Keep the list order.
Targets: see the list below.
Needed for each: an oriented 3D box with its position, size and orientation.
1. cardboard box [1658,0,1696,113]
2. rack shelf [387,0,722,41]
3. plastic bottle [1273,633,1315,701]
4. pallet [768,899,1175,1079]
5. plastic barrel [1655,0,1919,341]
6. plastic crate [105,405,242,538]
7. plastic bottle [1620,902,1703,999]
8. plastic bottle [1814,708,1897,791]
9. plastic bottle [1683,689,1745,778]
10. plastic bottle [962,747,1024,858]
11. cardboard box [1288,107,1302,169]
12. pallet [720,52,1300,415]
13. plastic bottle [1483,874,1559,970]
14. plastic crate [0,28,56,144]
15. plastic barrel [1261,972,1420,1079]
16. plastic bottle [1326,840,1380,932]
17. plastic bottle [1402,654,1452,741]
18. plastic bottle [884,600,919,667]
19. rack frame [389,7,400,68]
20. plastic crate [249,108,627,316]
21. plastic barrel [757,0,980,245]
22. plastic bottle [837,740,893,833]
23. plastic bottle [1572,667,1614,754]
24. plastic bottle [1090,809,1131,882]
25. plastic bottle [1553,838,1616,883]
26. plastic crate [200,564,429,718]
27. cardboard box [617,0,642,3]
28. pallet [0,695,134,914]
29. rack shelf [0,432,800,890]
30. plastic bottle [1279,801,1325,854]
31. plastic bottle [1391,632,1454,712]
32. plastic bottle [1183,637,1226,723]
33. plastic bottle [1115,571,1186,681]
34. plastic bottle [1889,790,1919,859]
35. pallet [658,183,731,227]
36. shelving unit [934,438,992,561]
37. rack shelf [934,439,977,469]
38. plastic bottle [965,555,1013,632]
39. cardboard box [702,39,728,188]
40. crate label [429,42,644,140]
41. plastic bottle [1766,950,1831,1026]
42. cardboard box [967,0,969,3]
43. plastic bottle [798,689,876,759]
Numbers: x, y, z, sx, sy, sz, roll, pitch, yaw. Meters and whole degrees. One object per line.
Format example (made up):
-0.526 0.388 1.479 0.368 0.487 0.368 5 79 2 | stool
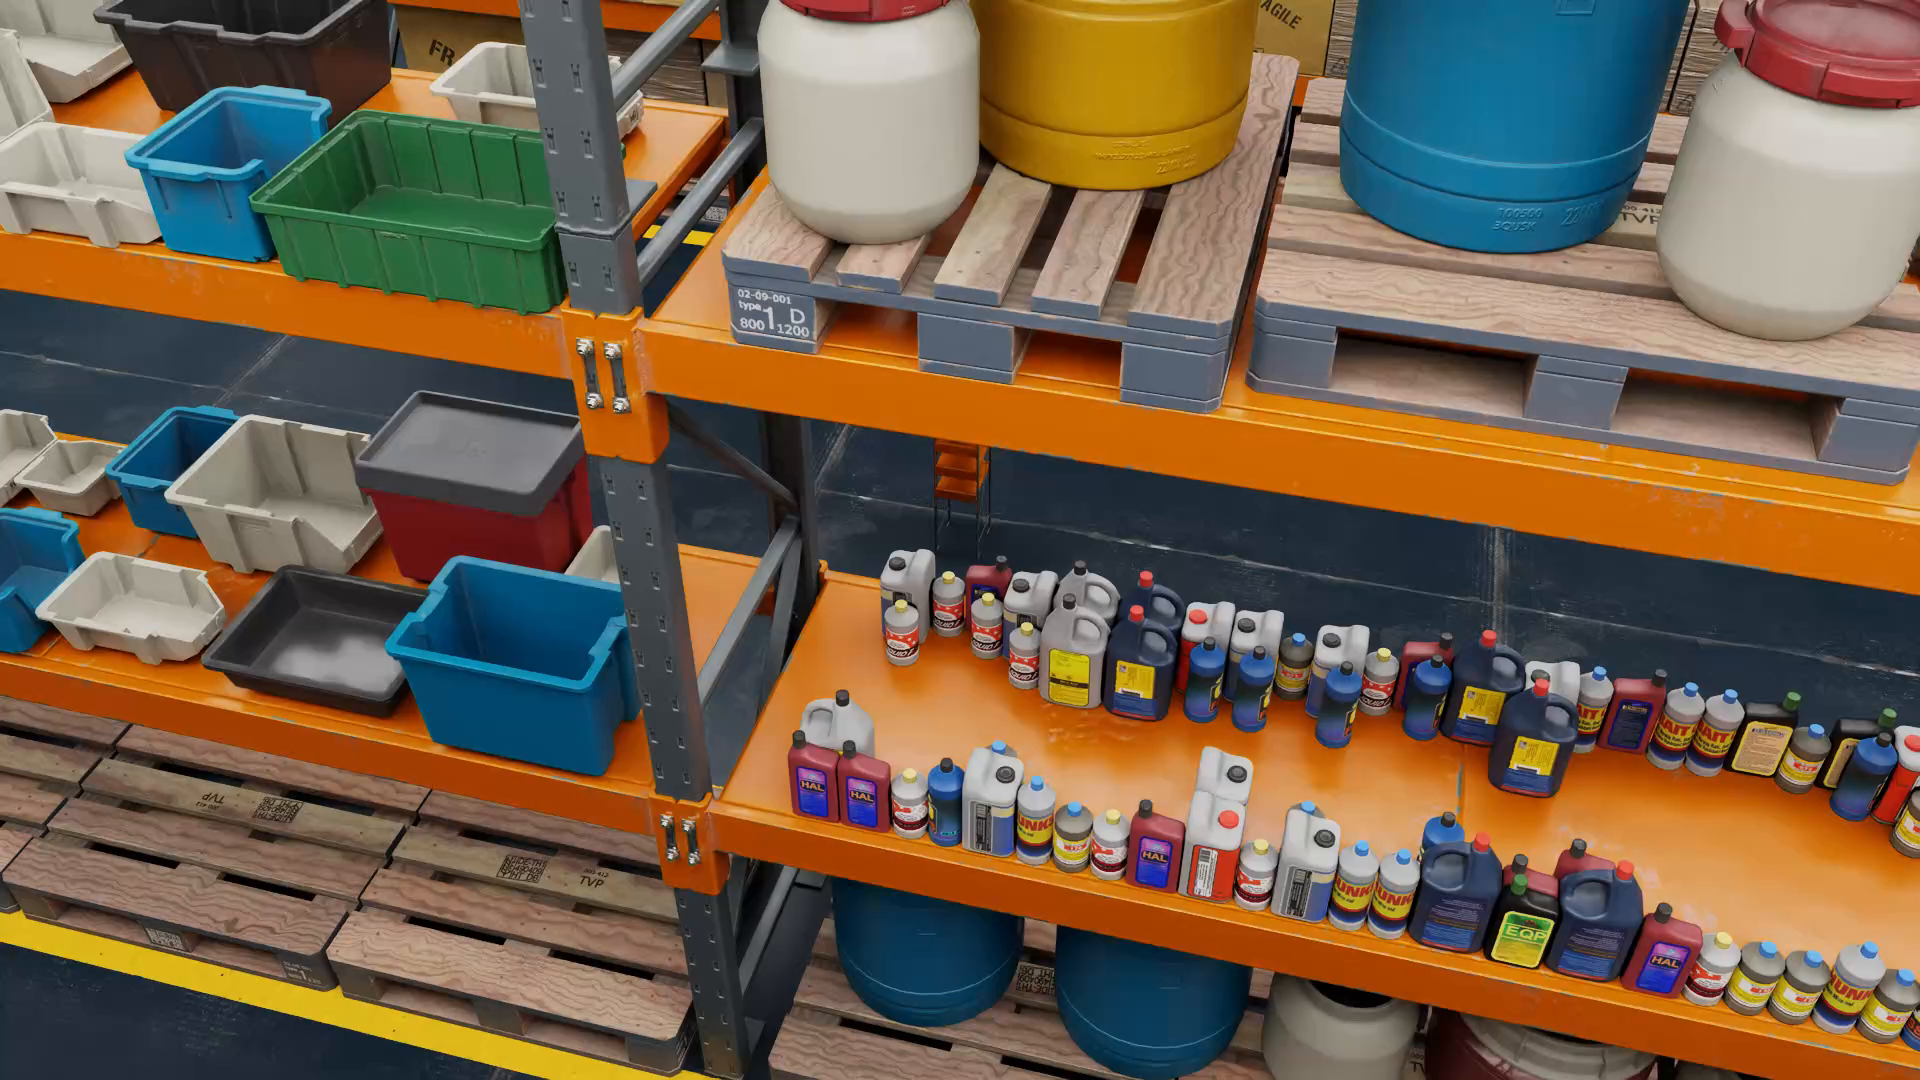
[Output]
3.005 -2.313 7.595 0.500 0.500 0.500 9 41 10 | cardboard box
-1.268 -2.898 8.928 4.000 0.370 1.077 10 41 11 | rack shelf
0.937 0.346 4.660 0.097 0.201 0.097 0 40 0 | plastic bottle
0.118 1.458 5.350 1.213 0.211 1.003 10 41 11 | pallet
1.496 -0.662 2.941 0.433 0.535 0.433 0 40 0 | plastic barrel
-2.430 -0.206 5.246 0.300 0.233 0.416 10 41 11 | plastic crate
1.643 0.953 3.873 0.133 0.283 0.061 10 41 11 | plastic bottle
2.349 0.545 4.359 0.133 0.283 0.061 10 41 11 | plastic bottle
2.010 0.504 4.418 0.097 0.271 0.097 0 40 0 | plastic bottle
0.086 0.658 4.231 0.135 0.276 0.152 10 41 11 | plastic bottle
2.151 -1.946 8.561 0.875 0.875 1.225 8 41 10 | cardboard box
0.166 -0.771 3.650 1.003 0.211 1.213 10 41 11 | pallet
1.335 0.900 3.936 0.133 0.283 0.061 10 41 11 | plastic bottle
-2.419 -0.972 3.835 0.530 0.282 0.437 10 41 11 | plastic crate
1.111 1.396 4.863 0.421 0.512 0.421 0 40 0 | plastic barrel
0.956 0.828 4.032 0.097 0.271 0.097 0 40 0 | plastic bottle
1.274 0.418 4.520 0.097 0.271 0.097 0 40 0 | plastic bottle
-0.166 0.257 4.766 0.097 0.201 0.097 0 40 0 | plastic bottle
-3.200 -3.506 9.092 0.127 3.000 1.000 10 41 11 | rack frame
-1.104 -0.714 3.600 0.662 0.188 0.450 10 41 11 | plastic crate
-0.173 -0.882 3.204 0.433 0.535 0.433 0 40 0 | plastic barrel
-0.244 0.629 4.260 0.133 0.283 0.061 10 41 11 | plastic bottle
1.693 0.449 4.483 0.097 0.271 0.097 0 40 0 | plastic bottle
0.379 0.755 4.173 0.097 0.201 0.097 0 40 0 | plastic bottle
1.501 0.833 4.016 0.133 0.283 0.061 10 41 11 | plastic bottle
-1.767 0.299 4.729 0.590 0.125 0.437 10 41 11 | plastic crate
-1.700 -2.934 8.606 0.250 0.149 0.380 9 41 11 | cardboard box
-3.694 0.800 6.133 1.213 0.211 1.003 10 41 11 | pallet
-2.548 0.179 5.264 4.000 0.370 1.077 10 41 11 | rack shelf
0.865 0.737 4.194 0.097 0.201 0.097 0 40 0 | plastic bottle
1.277 0.361 4.579 0.133 0.283 0.061 10 41 11 | plastic bottle
0.674 0.375 4.571 0.097 0.271 0.097 0 40 0 | plastic bottle
0.535 0.235 4.676 0.185 0.351 0.144 10 41 11 | plastic bottle
2.452 0.708 4.229 0.097 0.201 0.097 0 40 0 | plastic bottle
-1.233 -2.150 9.646 1.213 0.211 1.003 10 41 11 | pallet
0.014 -0.457 6.861 0.189 1.200 0.258 10 41 11 | shelving unit
0.014 -0.423 6.890 0.180 0.103 0.258 10 41 11 | rack shelf
0.083 0.155 4.823 0.133 0.283 0.061 10 41 11 | plastic bottle
-0.822 -2.497 9.217 0.875 0.875 0.875 10 41 11 | cardboard box
-1.014 -1.073 4.067 0.466 0.136 0.293 10 41 11 | crate label
1.947 1.025 3.852 0.097 0.201 0.097 0 40 0 | plastic bottle
0.170 -2.808 8.146 0.500 0.250 0.500 9 41 11 | cardboard box
-0.321 0.521 4.335 0.185 0.351 0.144 10 41 11 | plastic bottle
